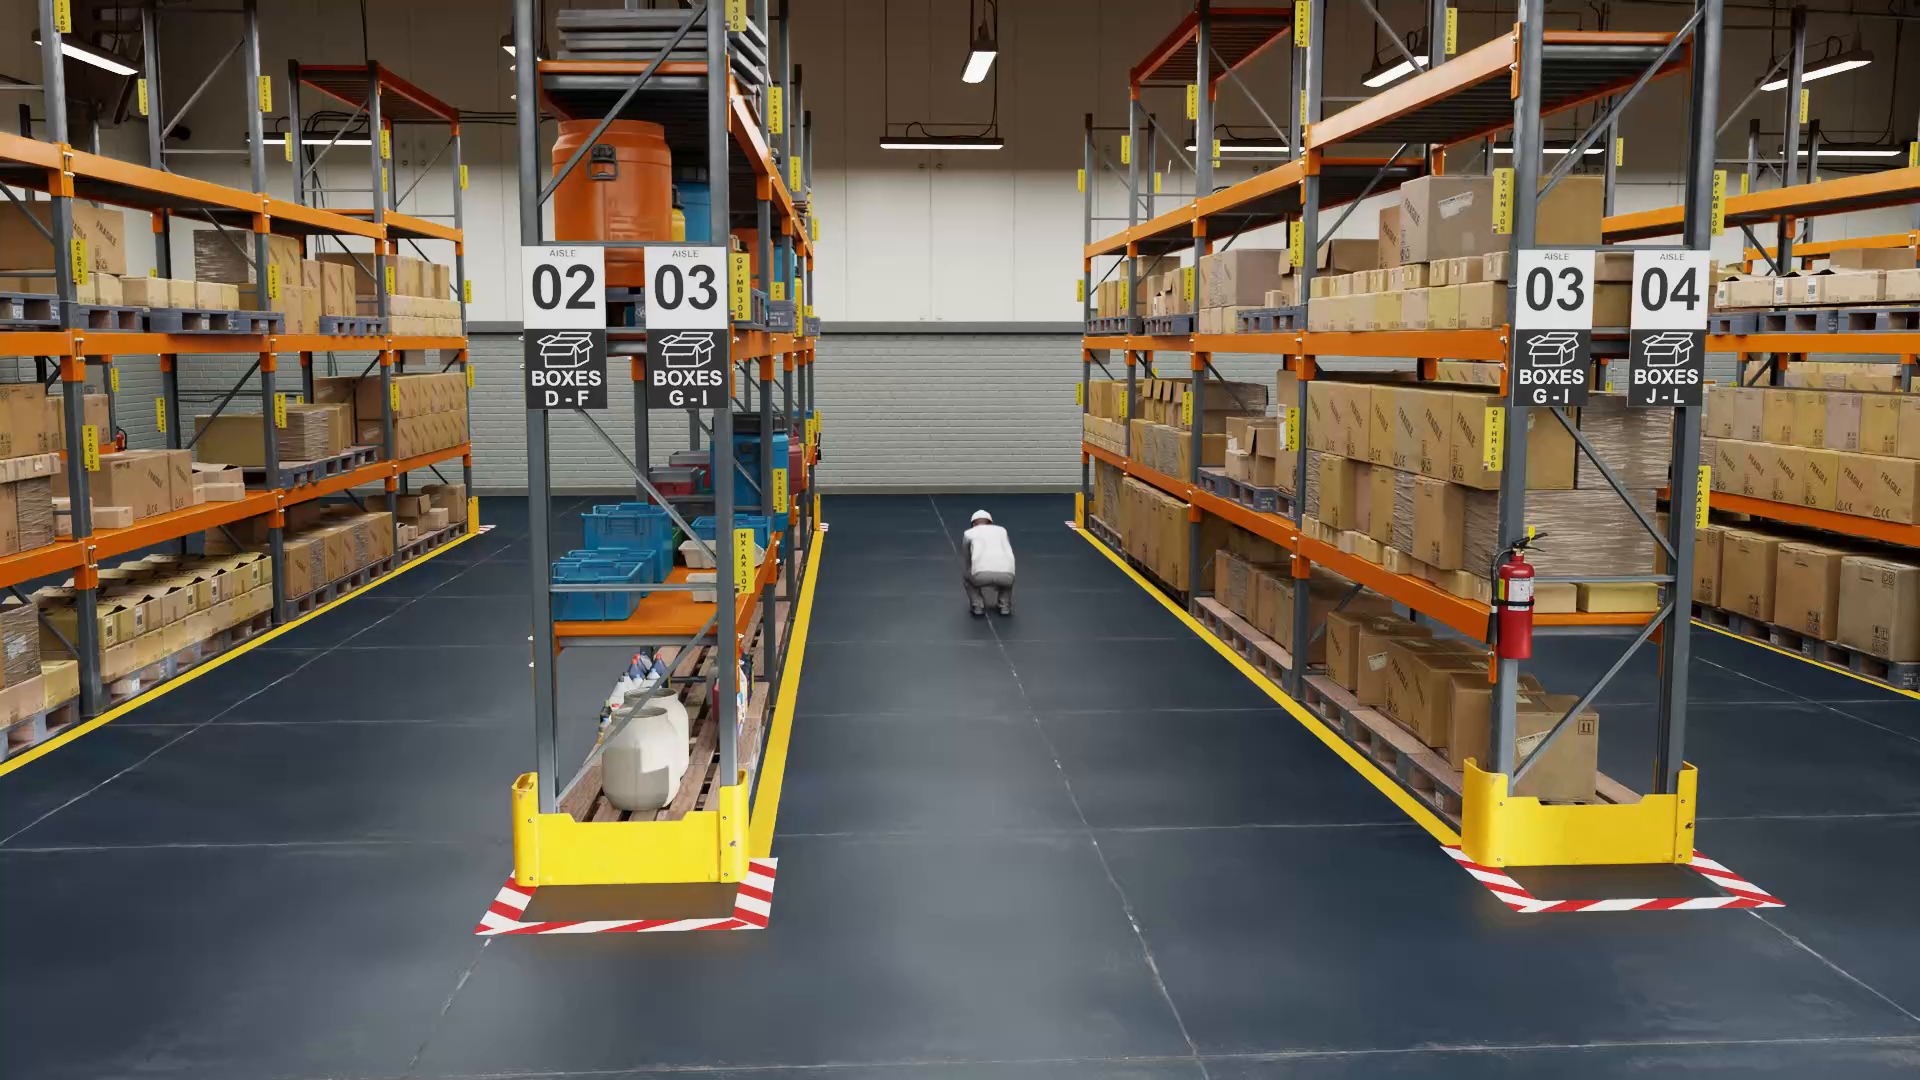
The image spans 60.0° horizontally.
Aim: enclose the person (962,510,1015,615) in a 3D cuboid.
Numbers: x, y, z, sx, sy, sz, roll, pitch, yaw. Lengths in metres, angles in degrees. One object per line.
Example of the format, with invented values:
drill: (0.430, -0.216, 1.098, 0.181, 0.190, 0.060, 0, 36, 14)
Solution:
person: (0.292, 0.227, 17.013, 0.523, 1.011, 0.883, -1, 7, -5)
